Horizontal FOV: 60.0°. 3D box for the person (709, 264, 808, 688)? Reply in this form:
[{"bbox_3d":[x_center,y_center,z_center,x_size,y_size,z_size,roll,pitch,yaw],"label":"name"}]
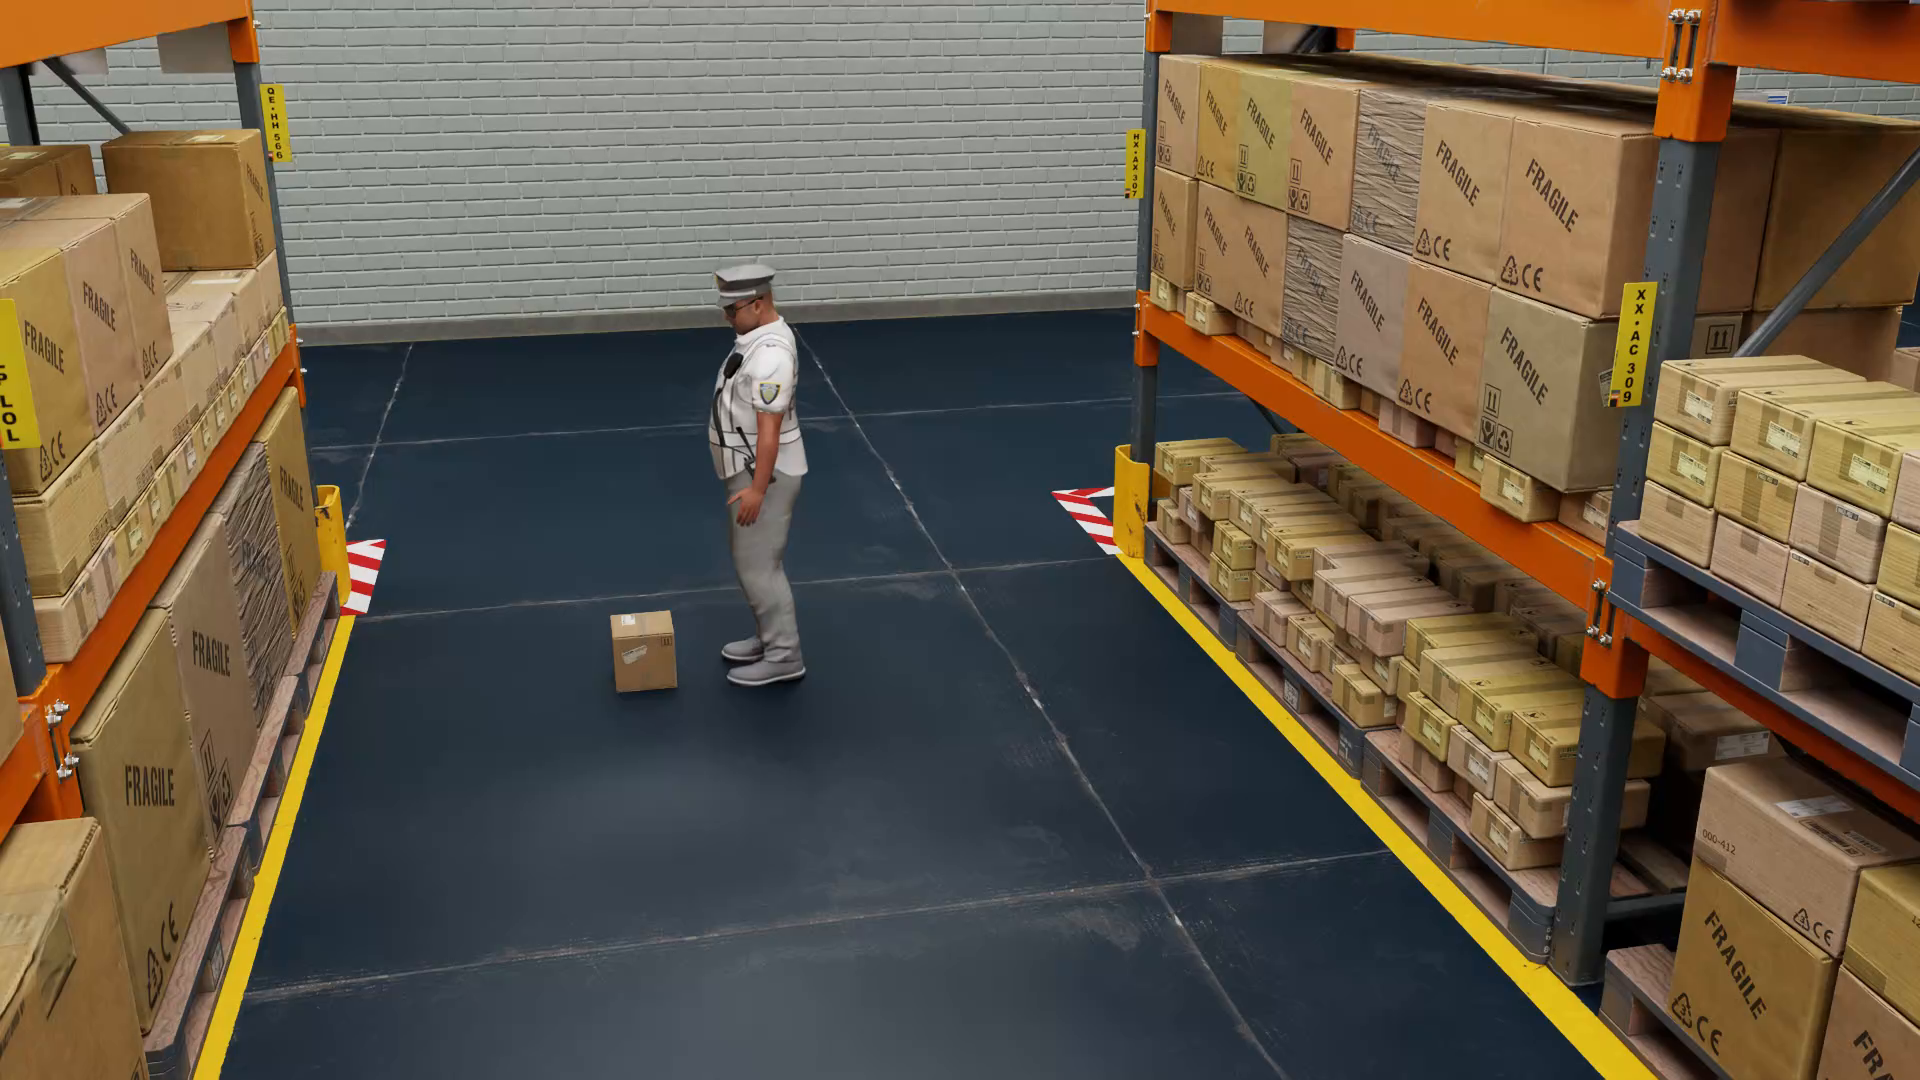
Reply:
[{"bbox_3d":[-0.826,-0.263,6.833,0.391,1.738,0.531,-4,20,-11],"label":"person"}]
